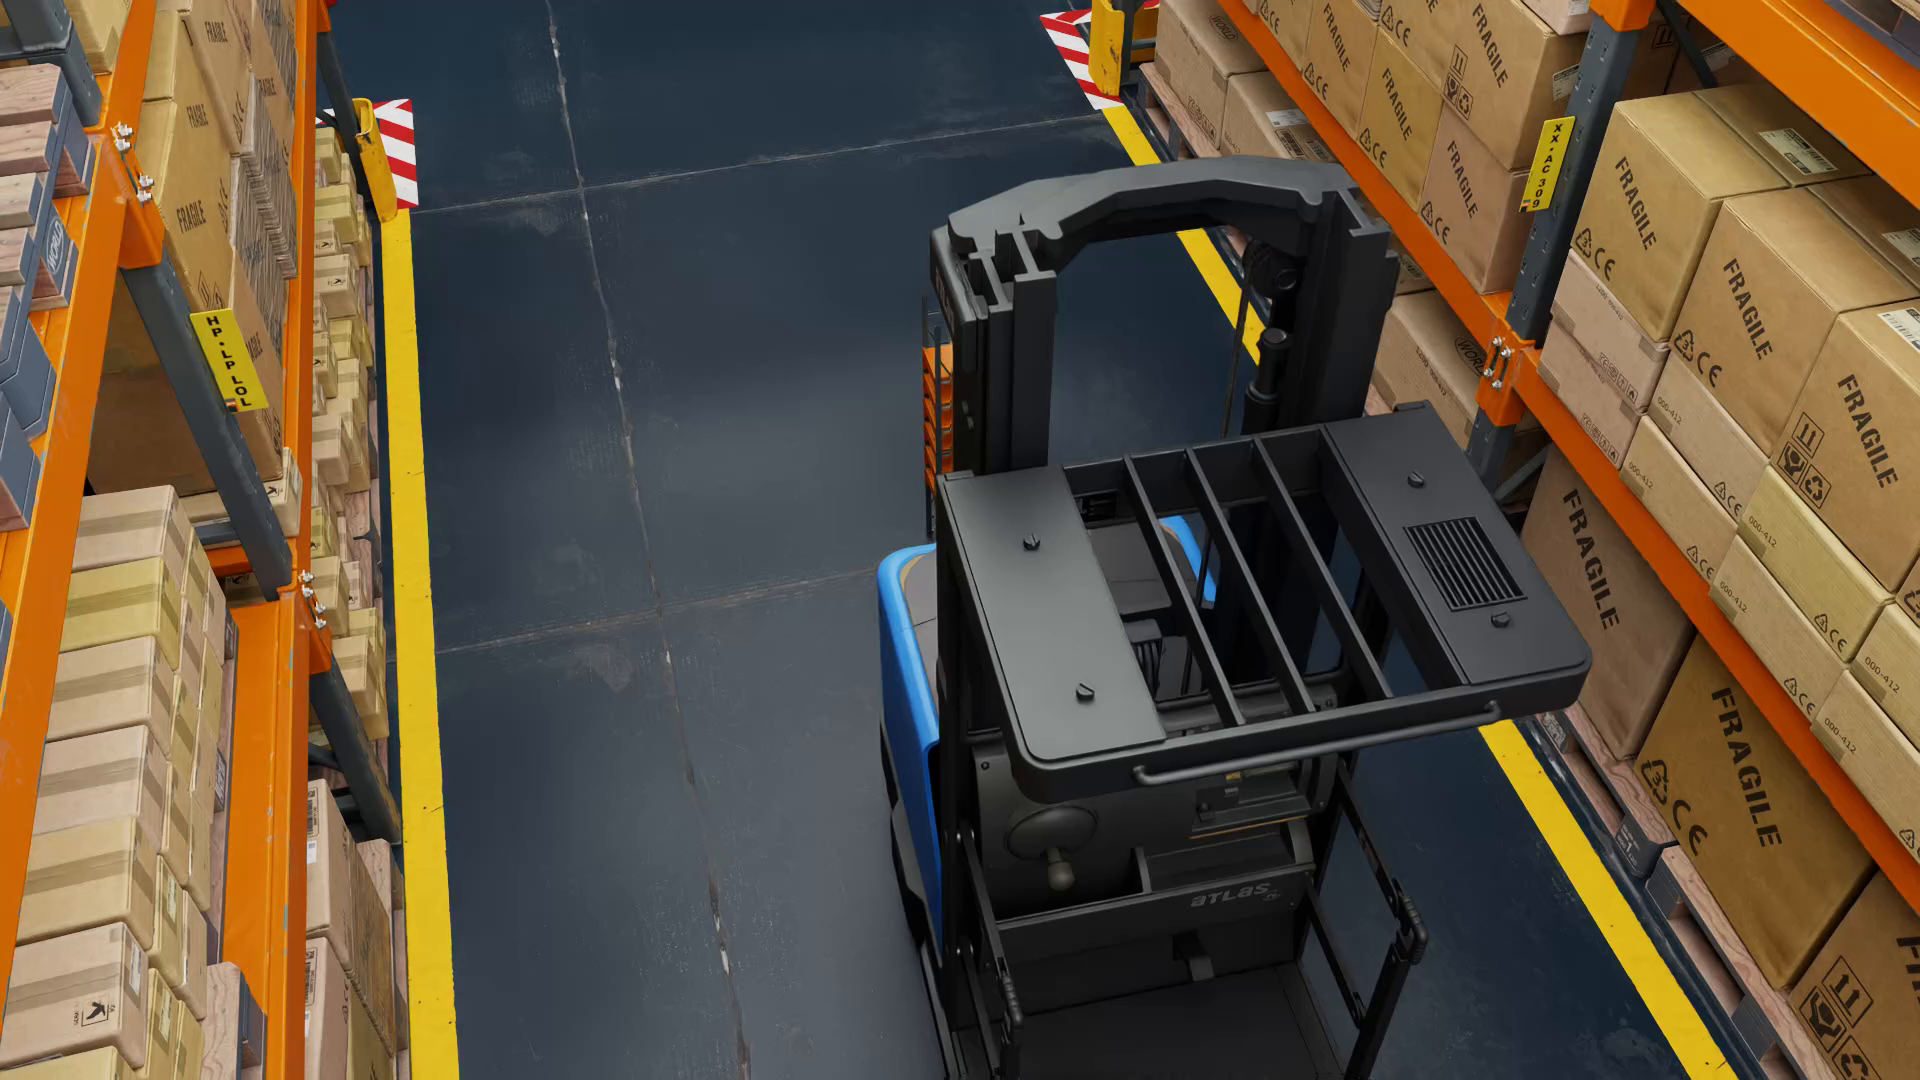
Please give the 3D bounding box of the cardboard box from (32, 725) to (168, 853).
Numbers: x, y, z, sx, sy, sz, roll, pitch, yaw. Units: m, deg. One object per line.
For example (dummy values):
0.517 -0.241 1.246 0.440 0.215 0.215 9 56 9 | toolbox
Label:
-1.924 0.570 3.557 0.380 0.149 0.250 -11 47 -10 | cardboard box

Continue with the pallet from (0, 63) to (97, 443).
-2.362 -0.488 3.159 1.213 0.211 1.003 -11 47 -10 | pallet

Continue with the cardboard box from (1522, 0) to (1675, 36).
1.955 -1.691 5.083 0.380 0.149 0.250 -12 47 -11 | cardboard box

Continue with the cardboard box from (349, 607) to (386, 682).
-2.268 0.407 5.953 0.380 0.149 0.250 -9 46 -9 | cardboard box

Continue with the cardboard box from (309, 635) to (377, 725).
-2.201 0.488 5.665 0.380 0.149 0.250 -9 46 -8 | cardboard box

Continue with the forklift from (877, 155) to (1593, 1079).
0.545 0.715 3.997 1.130 2.935 3.031 -9 46 -9 | forklift

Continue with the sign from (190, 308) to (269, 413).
-1.882 -0.459 4.289 0.100 0.325 0.005 -11 47 -10 | sign

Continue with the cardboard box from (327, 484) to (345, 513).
-2.563 -0.213 6.352 0.380 0.149 0.250 -9 46 -8 | cardboard box

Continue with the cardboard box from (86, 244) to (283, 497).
-2.300 -0.477 4.839 0.500 0.500 0.500 -11 47 -11 | cardboard box

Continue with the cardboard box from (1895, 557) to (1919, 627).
2.598 0.096 3.786 0.500 0.500 0.500 -11 47 -11 | cardboard box

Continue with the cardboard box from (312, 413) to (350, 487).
-2.506 -0.316 6.245 0.380 0.149 0.250 -10 46 -9 | cardboard box

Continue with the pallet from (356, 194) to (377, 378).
-3.248 -1.115 7.695 1.003 0.211 1.213 -11 47 -10 | pallet

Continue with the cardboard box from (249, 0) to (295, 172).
-2.694 -1.536 5.877 0.500 0.500 0.500 -9 46 -8 | cardboard box

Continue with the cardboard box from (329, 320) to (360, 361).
-2.703 -0.758 6.887 0.380 0.149 0.250 -9 46 -8 | cardboard box

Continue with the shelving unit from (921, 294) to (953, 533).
0.004 -0.410 6.312 0.258 1.200 0.189 -11 47 -10 | shelving unit

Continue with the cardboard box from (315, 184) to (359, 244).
-2.863 -1.410 7.317 0.380 0.149 0.250 -12 47 -11 | cardboard box

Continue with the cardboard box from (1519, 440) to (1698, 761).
2.578 0.086 5.760 0.875 0.875 0.875 -9 46 -9 | cardboard box

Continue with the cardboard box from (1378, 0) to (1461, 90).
1.832 -1.937 5.778 0.500 0.500 0.500 -11 47 -11 | cardboard box

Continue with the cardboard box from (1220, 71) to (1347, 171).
1.826 -1.869 7.981 0.875 0.438 0.875 -10 46 -9 | cardboard box

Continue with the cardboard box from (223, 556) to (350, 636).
-2.318 0.216 5.723 0.380 0.149 0.250 -9 46 -8 | cardboard box

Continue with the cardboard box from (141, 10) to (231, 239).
-2.445 -1.150 4.798 0.500 0.500 0.500 -12 47 -12 | cardboard box

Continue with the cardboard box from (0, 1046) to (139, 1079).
-1.723 1.110 3.027 0.380 0.149 0.250 -11 47 -11 | cardboard box

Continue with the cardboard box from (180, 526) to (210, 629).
-2.125 0.126 4.200 0.380 0.149 0.250 -9 46 -9 | cardboard box

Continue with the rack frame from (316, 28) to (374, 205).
-3.441 -2.711 7.307 1.000 3.000 0.127 -11 47 -10 | rack frame

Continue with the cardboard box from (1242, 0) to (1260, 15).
1.433 -2.639 7.166 0.500 0.500 0.500 -11 47 -11 | cardboard box

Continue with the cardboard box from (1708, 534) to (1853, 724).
2.449 0.194 4.565 0.500 0.250 0.500 -11 47 -11 | cardboard box

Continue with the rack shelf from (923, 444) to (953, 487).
0.004 -0.295 6.429 0.258 0.103 0.180 -11 47 -10 | rack shelf

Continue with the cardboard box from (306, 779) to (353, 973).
-1.982 0.984 4.617 0.500 0.250 0.500 -12 47 -11 | cardboard box

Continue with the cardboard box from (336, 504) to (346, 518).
-2.598 -0.100 6.450 0.380 0.149 0.250 -13 47 -12 | cardboard box

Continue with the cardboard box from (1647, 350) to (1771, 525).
2.343 -0.337 4.735 0.500 0.250 0.500 -10 46 -10 | cardboard box

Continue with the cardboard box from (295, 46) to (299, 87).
-2.891 -1.929 6.716 0.380 0.149 0.250 -10 46 -9 | cardboard box

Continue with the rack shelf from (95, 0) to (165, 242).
-2.929 -2.129 5.139 1.077 0.370 4.000 -11 47 -10 | rack shelf

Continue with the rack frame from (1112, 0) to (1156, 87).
1.318 -3.686 8.262 1.000 3.000 0.127 -11 47 -10 | rack frame

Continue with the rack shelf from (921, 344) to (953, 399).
0.004 -0.631 6.086 0.258 0.103 0.180 -11 47 -10 | rack shelf

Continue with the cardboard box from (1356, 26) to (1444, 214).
1.839 -1.587 6.135 0.500 0.500 0.500 -12 47 -11 | cardboard box

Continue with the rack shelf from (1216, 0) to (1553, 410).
1.830 -2.054 7.166 1.077 0.370 4.000 -11 47 -10 | rack shelf

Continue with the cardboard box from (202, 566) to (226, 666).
-2.124 0.229 4.307 0.380 0.149 0.250 -12 47 -11 | cardboard box

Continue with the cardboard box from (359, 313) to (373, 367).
-2.755 -0.845 7.180 0.380 0.149 0.250 -13 47 -12 | cardboard box

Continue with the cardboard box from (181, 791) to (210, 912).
-1.931 0.754 3.793 0.380 0.149 0.250 -13 47 -12 | cardboard box

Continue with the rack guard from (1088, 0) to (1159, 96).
1.312 -2.828 9.171 1.175 0.500 0.348 -11 47 -10 | rack guard

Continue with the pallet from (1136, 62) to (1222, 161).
1.598 -2.172 8.731 1.003 0.211 1.213 -11 47 -10 | pallet

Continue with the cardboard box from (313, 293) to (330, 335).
-2.775 -0.842 6.761 0.380 0.149 0.250 -12 47 -12 | cardboard box

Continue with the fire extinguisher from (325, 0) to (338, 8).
-3.060 -2.812 7.721 0.296 0.674 0.183 -11 47 -10 | fire extinguisher

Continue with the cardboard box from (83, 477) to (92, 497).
-2.814 -0.371 4.735 0.500 0.500 0.500 -11 47 -10 | cardboard box

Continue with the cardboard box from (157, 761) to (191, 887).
-1.921 0.667 3.669 0.380 0.149 0.250 -12 47 -12 | cardboard box

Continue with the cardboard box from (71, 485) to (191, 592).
-2.126 0.024 4.091 0.380 0.149 0.250 -9 46 -8 | cardboard box

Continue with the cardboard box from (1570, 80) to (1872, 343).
2.177 -0.953 4.814 0.500 0.500 0.500 -10 46 -10 | cardboard box

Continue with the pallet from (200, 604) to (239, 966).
-2.362 0.672 4.126 1.003 0.211 1.213 -11 47 -10 | pallet

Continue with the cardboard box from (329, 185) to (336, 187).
-3.015 -1.462 7.576 0.380 0.149 0.250 -12 47 -11 | cardboard box
